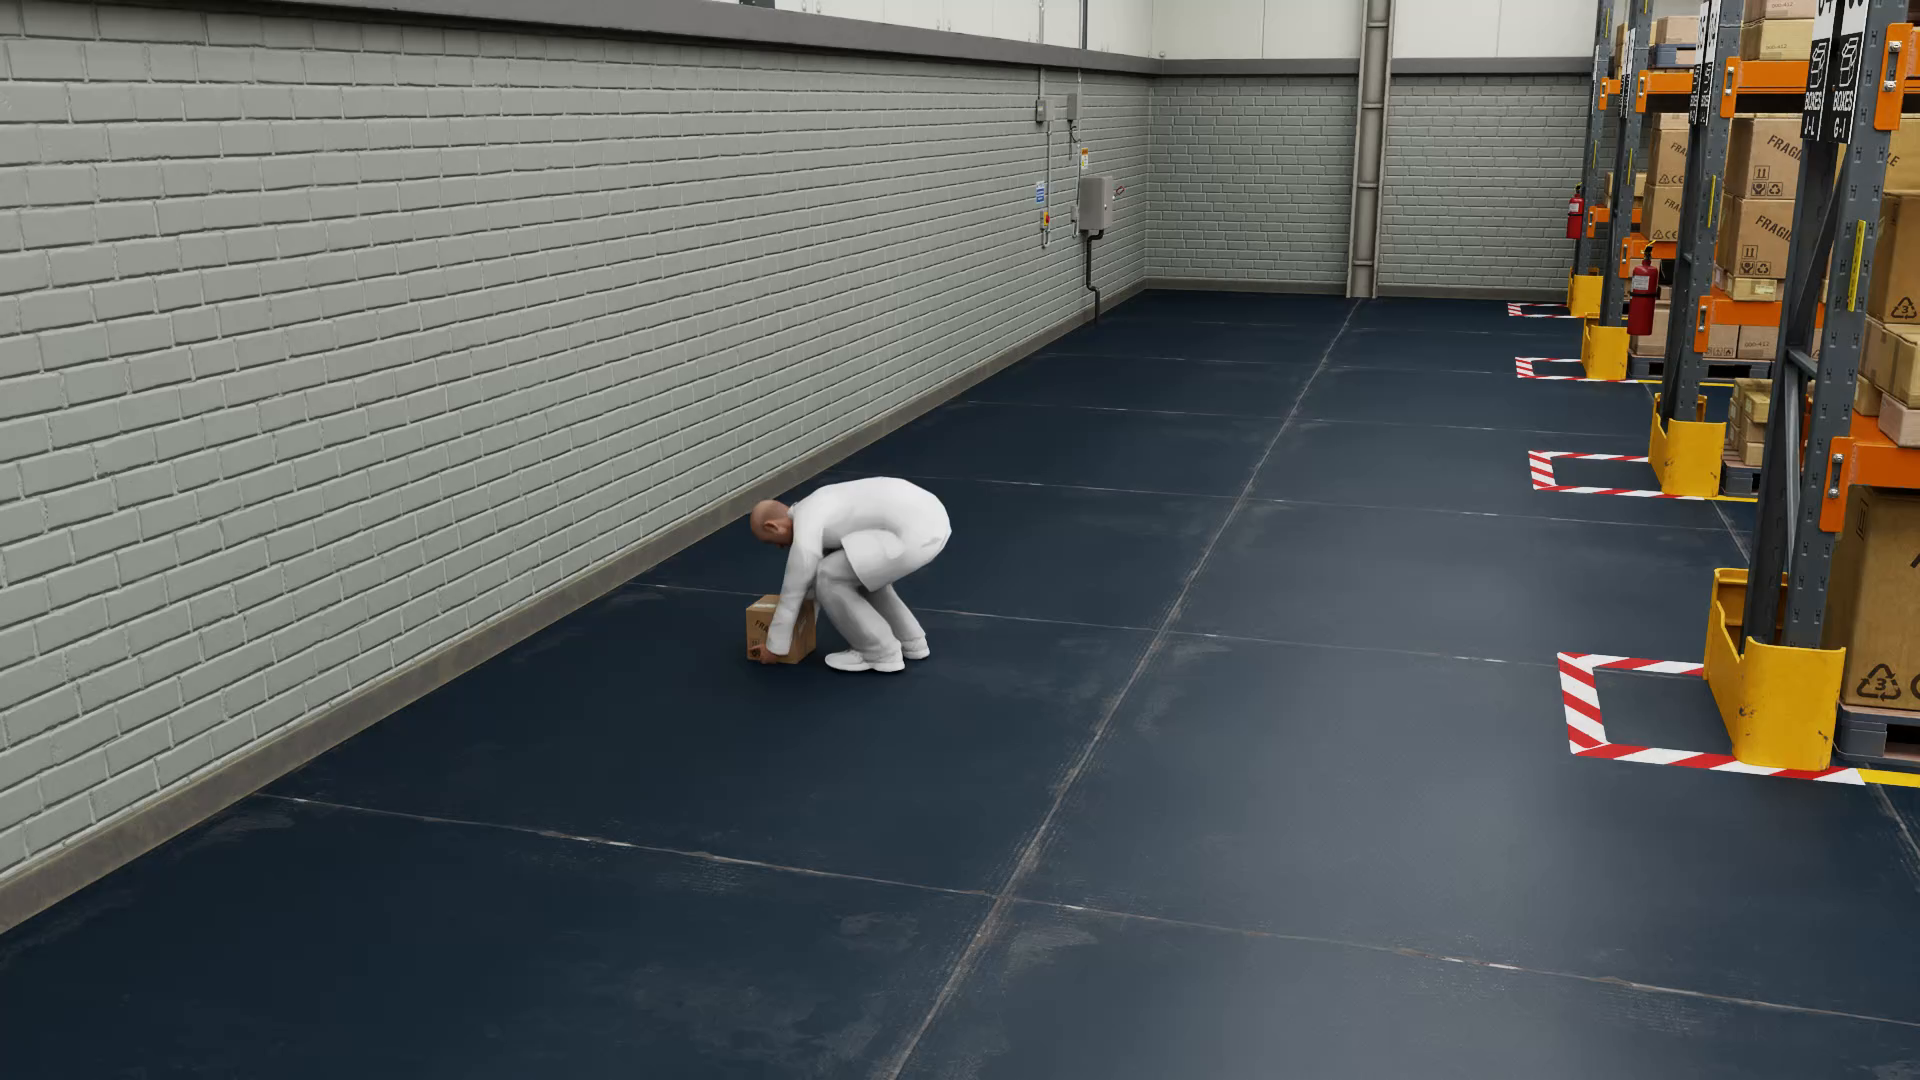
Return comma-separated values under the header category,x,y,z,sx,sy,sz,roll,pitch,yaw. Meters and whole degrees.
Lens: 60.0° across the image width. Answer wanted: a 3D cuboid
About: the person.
category,x,y,z,sx,sy,sz,roll,pitch,yaw
person,-0.513,0.152,7.759,0.952,0.898,0.585,4,15,14
